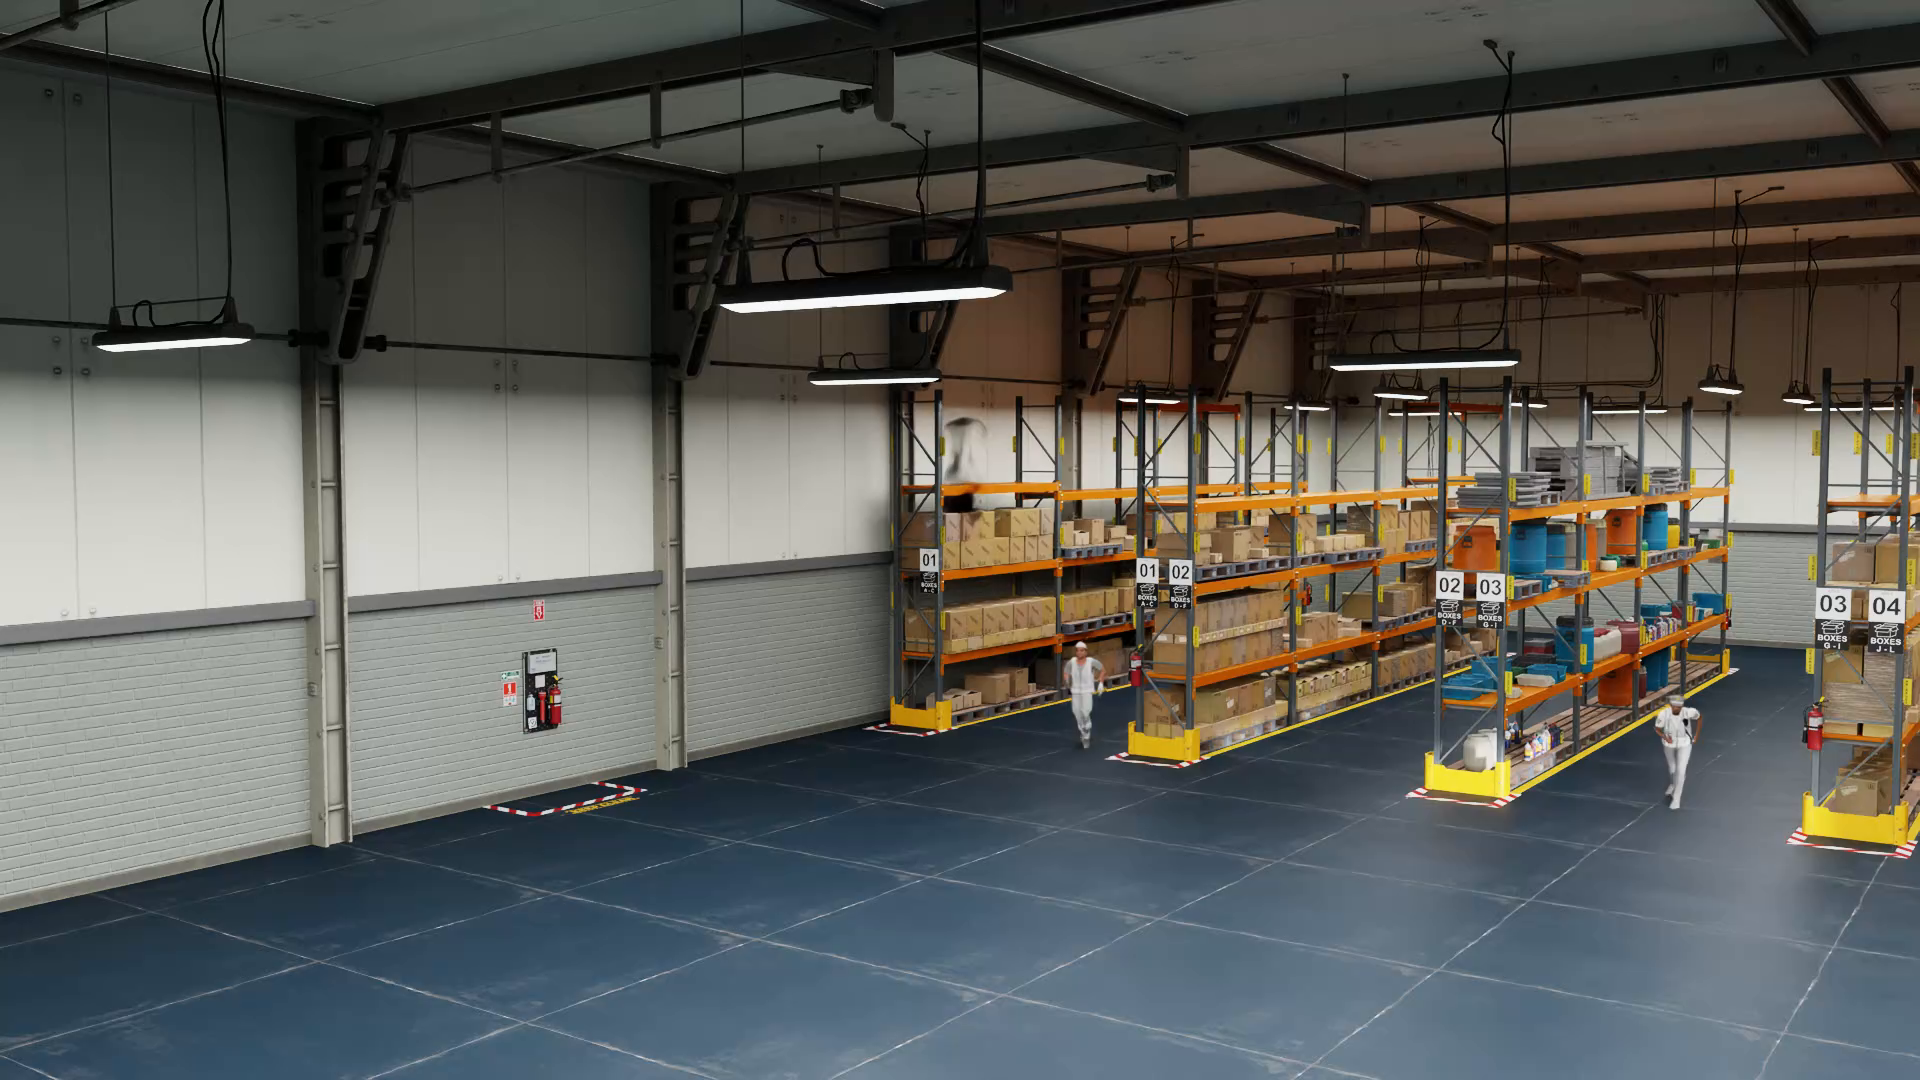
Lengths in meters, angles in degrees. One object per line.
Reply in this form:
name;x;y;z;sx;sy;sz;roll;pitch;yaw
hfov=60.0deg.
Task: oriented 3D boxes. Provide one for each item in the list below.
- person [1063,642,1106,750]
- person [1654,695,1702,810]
person;2.035;2.569;27.576;0.665;1.784;0.799;1;3;20
person;10.043;2.930;23.278;0.617;1.624;0.984;1;3;23
